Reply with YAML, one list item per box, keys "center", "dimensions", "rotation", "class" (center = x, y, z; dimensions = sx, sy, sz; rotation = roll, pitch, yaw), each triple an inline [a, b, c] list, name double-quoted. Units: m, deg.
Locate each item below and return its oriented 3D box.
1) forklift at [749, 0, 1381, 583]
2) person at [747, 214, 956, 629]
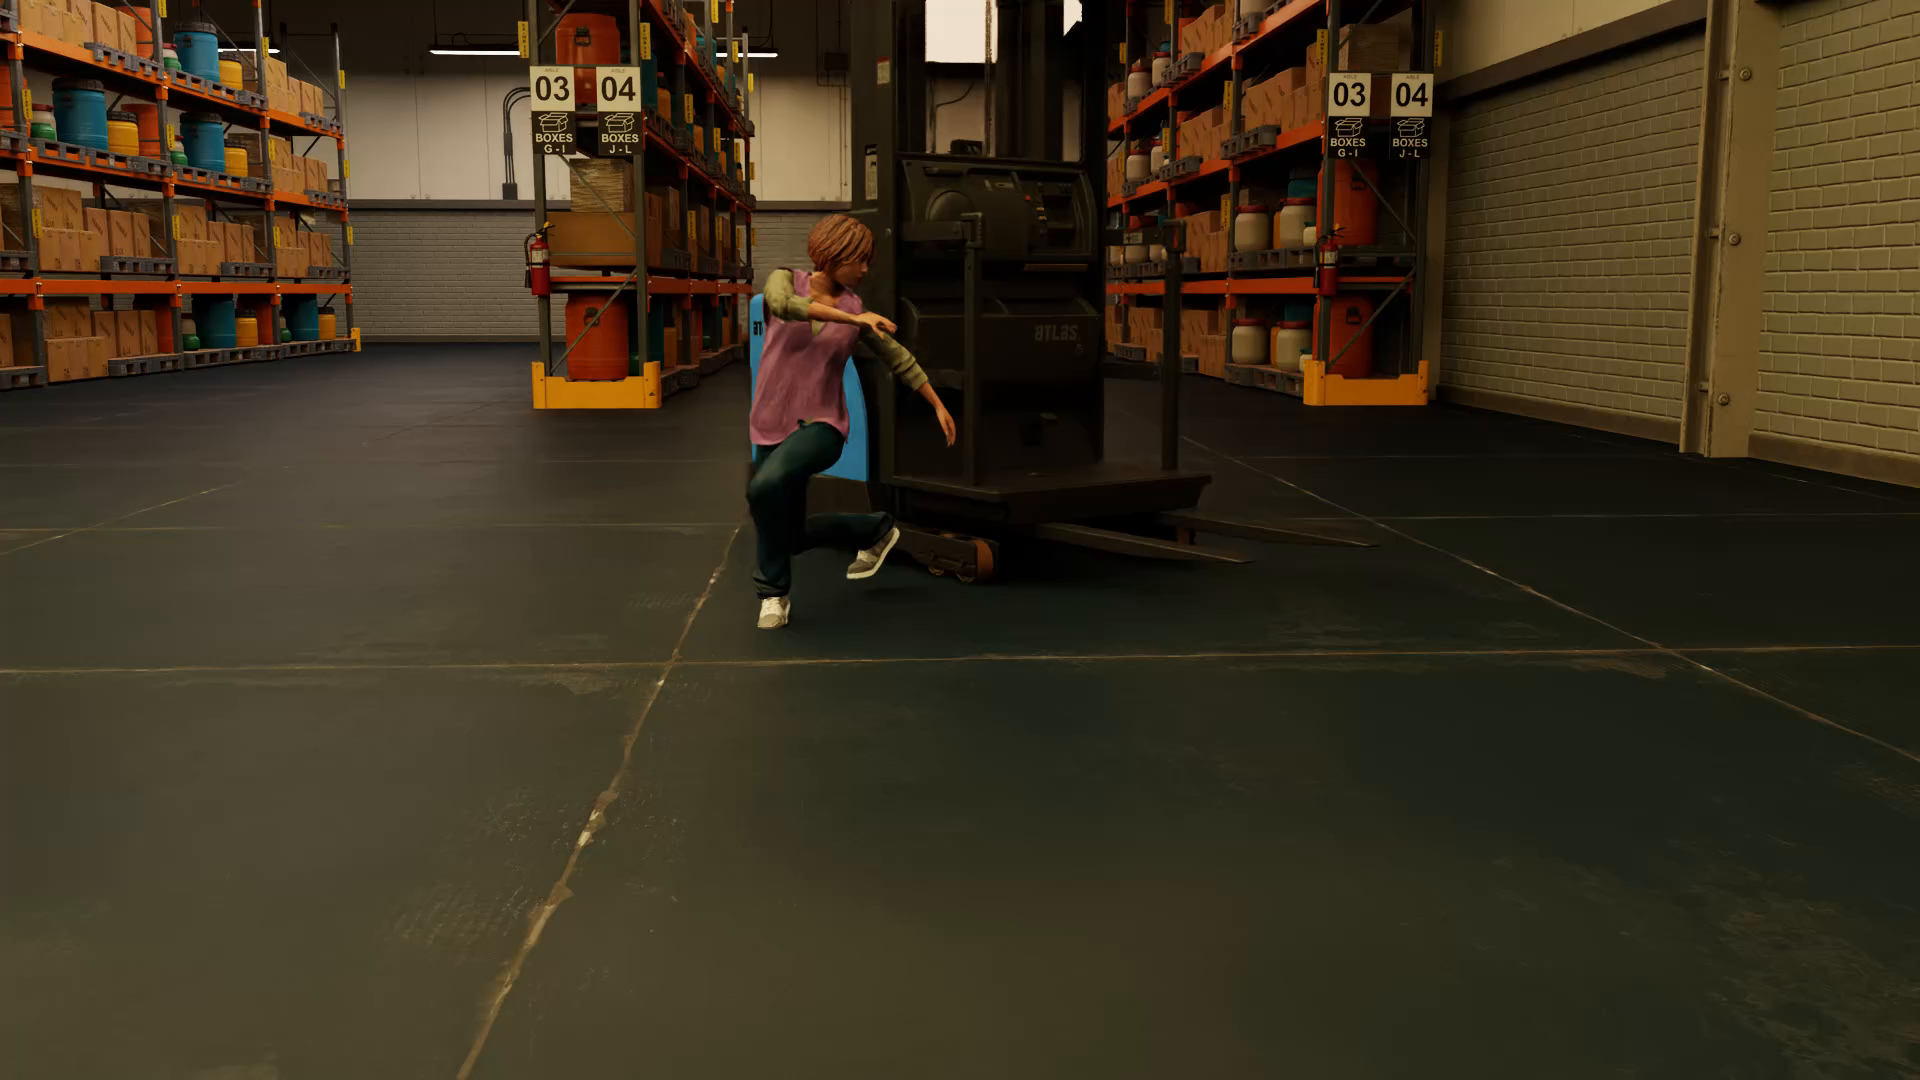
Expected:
- center: [0.296, -1.368, 6.545]
  dimensions: [1.130, 2.935, 3.031]
  rotation: [-6, 10, -35]
  class: "forklift"
- center: [-0.390, -0.397, 5.633]
  dimensions: [0.632, 1.359, 0.867]
  rotation: [2, 9, 15]
  class: "person"
